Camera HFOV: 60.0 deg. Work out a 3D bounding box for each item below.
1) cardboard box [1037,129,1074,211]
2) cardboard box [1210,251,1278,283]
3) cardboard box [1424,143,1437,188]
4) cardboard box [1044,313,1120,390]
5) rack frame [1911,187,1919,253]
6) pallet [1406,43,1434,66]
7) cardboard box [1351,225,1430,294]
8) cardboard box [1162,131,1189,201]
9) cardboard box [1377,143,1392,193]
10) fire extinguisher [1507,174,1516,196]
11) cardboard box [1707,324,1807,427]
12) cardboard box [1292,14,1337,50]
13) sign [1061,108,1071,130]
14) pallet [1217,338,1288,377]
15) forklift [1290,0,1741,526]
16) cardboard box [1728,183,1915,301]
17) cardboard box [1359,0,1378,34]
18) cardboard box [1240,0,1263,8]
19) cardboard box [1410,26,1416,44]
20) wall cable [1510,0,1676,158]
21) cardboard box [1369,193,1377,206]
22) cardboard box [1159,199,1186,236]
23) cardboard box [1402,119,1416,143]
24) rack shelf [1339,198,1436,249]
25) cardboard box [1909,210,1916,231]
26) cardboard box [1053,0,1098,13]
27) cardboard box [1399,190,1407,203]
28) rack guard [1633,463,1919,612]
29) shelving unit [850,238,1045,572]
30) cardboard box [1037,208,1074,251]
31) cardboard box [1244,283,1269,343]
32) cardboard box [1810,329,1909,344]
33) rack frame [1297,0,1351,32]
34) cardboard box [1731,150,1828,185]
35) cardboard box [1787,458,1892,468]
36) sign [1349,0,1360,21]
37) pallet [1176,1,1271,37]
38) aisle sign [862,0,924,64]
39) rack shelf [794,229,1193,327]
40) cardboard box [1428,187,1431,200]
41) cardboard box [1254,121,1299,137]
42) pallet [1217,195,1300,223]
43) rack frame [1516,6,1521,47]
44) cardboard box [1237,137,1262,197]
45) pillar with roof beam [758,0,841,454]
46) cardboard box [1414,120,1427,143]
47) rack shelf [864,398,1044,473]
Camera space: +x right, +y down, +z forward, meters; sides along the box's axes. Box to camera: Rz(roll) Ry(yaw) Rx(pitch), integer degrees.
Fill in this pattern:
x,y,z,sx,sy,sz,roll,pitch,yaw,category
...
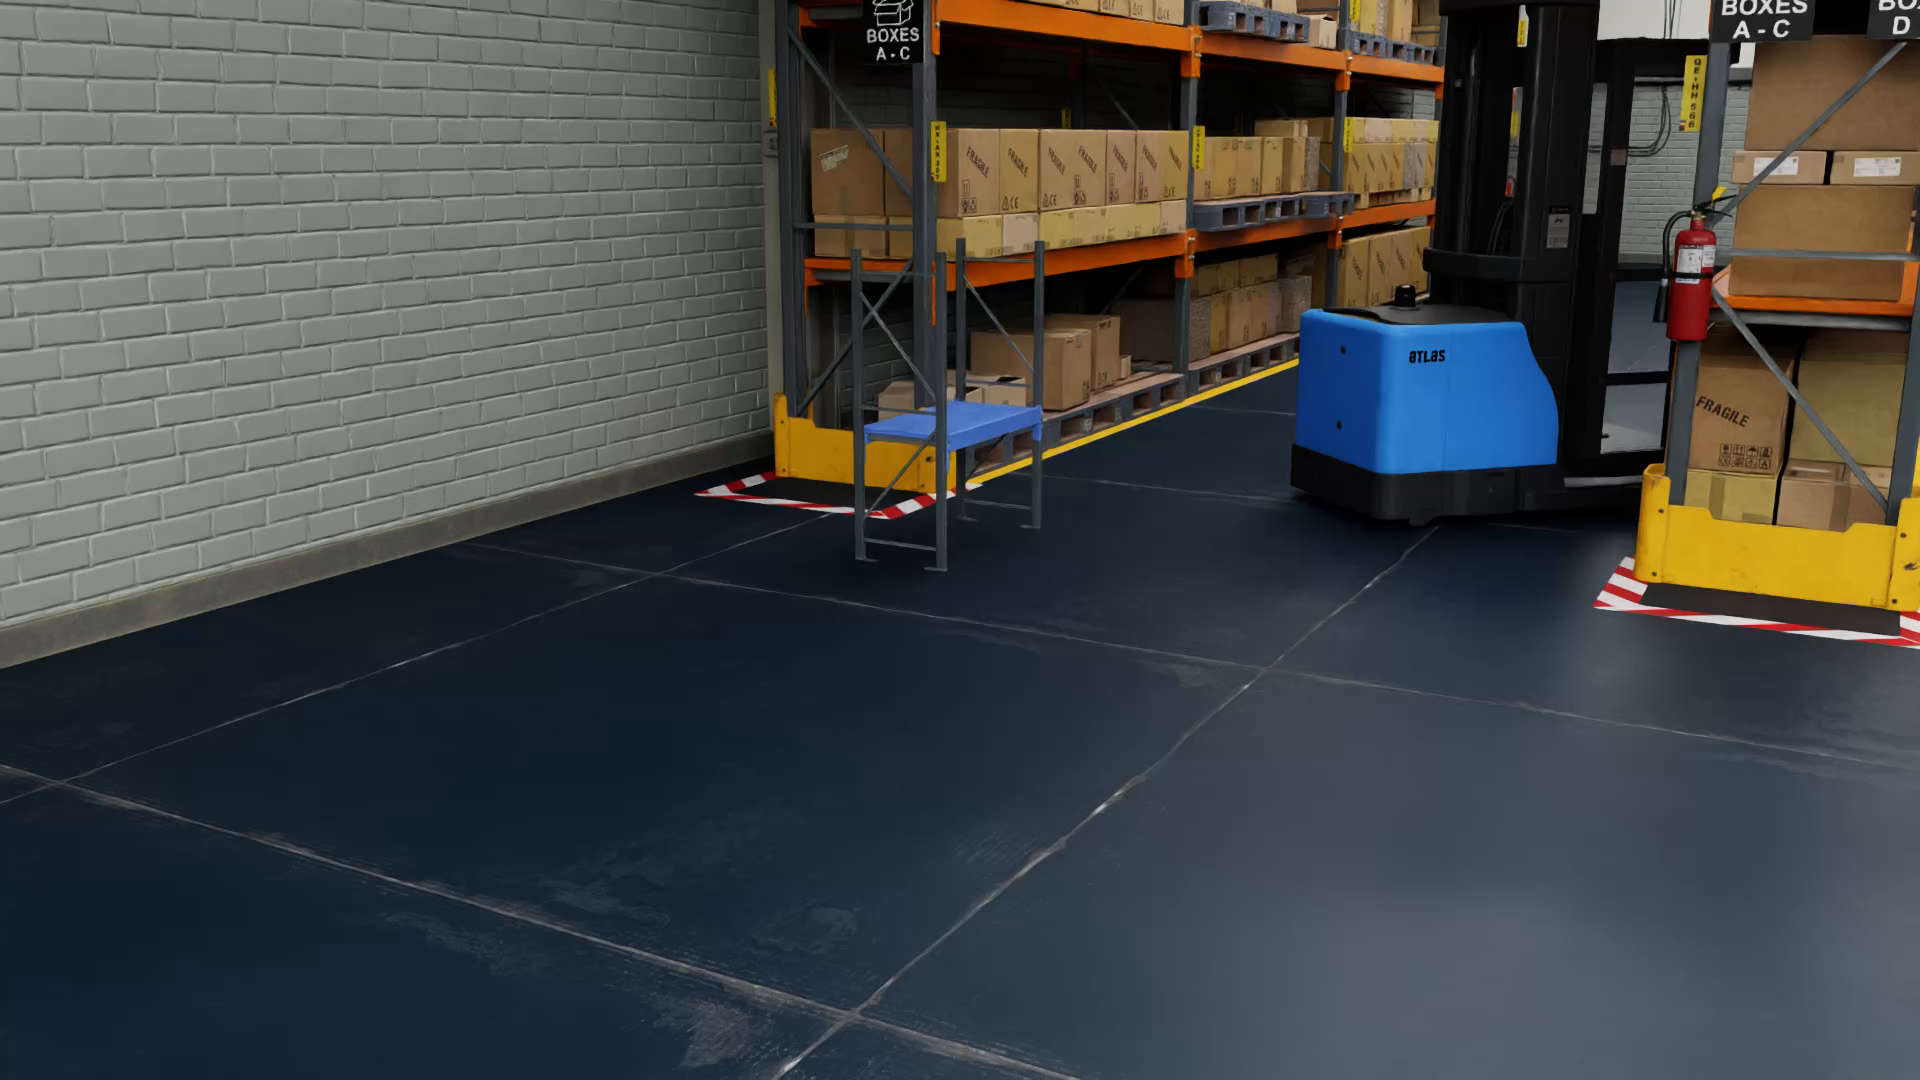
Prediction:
x,y,z,sx,sy,sz,roll,pitch,yaw,category
0.400,-2.377,10.672,0.500,0.500,0.500,7,15,26,cardboard box
2.637,-2.548,15.496,0.500,0.250,0.500,8,16,29,cardboard box
5.201,-4.348,19.279,0.500,0.500,0.500,7,15,27,cardboard box
0.870,-1.409,12.371,0.500,0.500,0.500,6,15,24,cardboard box
5.675,-2.067,10.706,1.000,3.000,0.127,7,15,28,rack frame
4.804,-5.440,18.707,0.805,0.209,1.217,7,15,26,pallet
5.003,-3.280,19.428,0.750,0.750,0.750,8,15,29,cardboard box
1.379,-2.797,12.411,0.500,0.500,0.500,7,15,28,cardboard box
4.231,-3.930,17.543,0.500,0.500,0.500,7,15,28,cardboard box
7.614,-4.849,23.208,0.296,0.674,0.183,7,15,28,fire extinguisher
4.453,-0.931,9.367,0.500,0.500,0.500,7,15,28,cardboard box
3.158,-4.694,15.352,0.500,0.311,0.500,7,15,28,cardboard box
0.849,-3.252,13.153,0.100,0.325,0.005,7,15,28,sign
2.300,-1.683,15.064,1.003,0.211,1.213,7,15,28,pallet
3.471,-1.675,9.226,3.031,2.935,1.130,-4,14,-17,forklift
3.978,-1.389,7.682,0.700,0.500,0.500,7,15,28,cardboard box
3.943,-5.501,17.401,0.700,0.500,0.500,8,16,31,cardboard box
2.267,-4.694,14.096,0.500,0.500,0.500,7,15,26,cardboard box
5.329,-6.074,20.137,0.500,0.250,0.500,8,15,29,cardboard box
10.184,-7.616,27.550,3.097,2.526,0.112,7,15,28,wall cable
4.230,-3.644,17.742,0.380,0.149,0.250,8,16,29,cardboard box
1.373,-2.433,12.501,0.500,0.250,0.500,7,15,28,cardboard box
4.700,-4.503,18.320,0.500,0.250,0.500,8,16,29,cardboard box
4.237,-3.509,18.222,1.077,0.370,4.000,7,15,28,rack shelf
7.415,-2.550,13.245,0.380,0.149,0.250,7,15,28,cardboard box
0.562,-3.689,10.779,0.500,0.500,0.500,8,16,31,cardboard box
4.770,-3.849,18.591,0.380,0.149,0.250,7,15,28,cardboard box
3.729,-0.026,7.575,1.175,0.500,0.348,7,15,28,rack guard
-0.041,-0.712,8.285,0.538,1.500,1.048,7,15,28,shelving unit
0.407,-2.020,10.788,0.500,0.250,0.500,7,15,27,cardboard box
2.401,-2.095,15.220,0.700,0.500,0.500,7,15,28,cardboard box
4.922,-0.870,9.115,0.500,0.500,0.500,7,15,28,cardboard box
3.270,-6.364,15.732,1.000,3.000,0.127,7,15,28,rack frame
3.759,-1.710,7.629,0.380,0.149,0.250,7,15,27,cardboard box
4.433,-0.301,8.355,0.500,0.250,0.500,7,15,28,cardboard box
3.744,-5.096,15.766,0.100,0.325,0.005,7,15,28,sign
1.728,-4.109,13.177,1.213,0.211,1.003,7,15,28,pallet
-0.369,-3.022,9.120,0.394,0.787,0.004,7,15,28,aisle sign
0.370,-1.867,11.414,1.077,0.370,4.000,7,15,28,rack shelf
5.288,-4.055,19.446,0.380,0.149,0.250,8,15,29,cardboard box
2.987,-3.884,15.708,0.380,0.149,0.250,5,14,19,cardboard box
2.349,-2.944,14.754,1.003,0.211,1.213,7,15,28,pallet
7.137,-8.006,22.540,1.000,3.000,0.127,7,15,28,rack frame
2.180,-3.243,14.432,0.700,0.500,0.500,10,17,36,cardboard box
2.752,-4.477,7.903,9.100,9.000,0.400,7,15,28,pillar with roof beam
4.946,-4.607,18.754,0.500,0.250,0.500,8,16,29,cardboard box
-0.041,-0.537,8.327,0.538,0.185,1.000,7,15,28,rack shelf
